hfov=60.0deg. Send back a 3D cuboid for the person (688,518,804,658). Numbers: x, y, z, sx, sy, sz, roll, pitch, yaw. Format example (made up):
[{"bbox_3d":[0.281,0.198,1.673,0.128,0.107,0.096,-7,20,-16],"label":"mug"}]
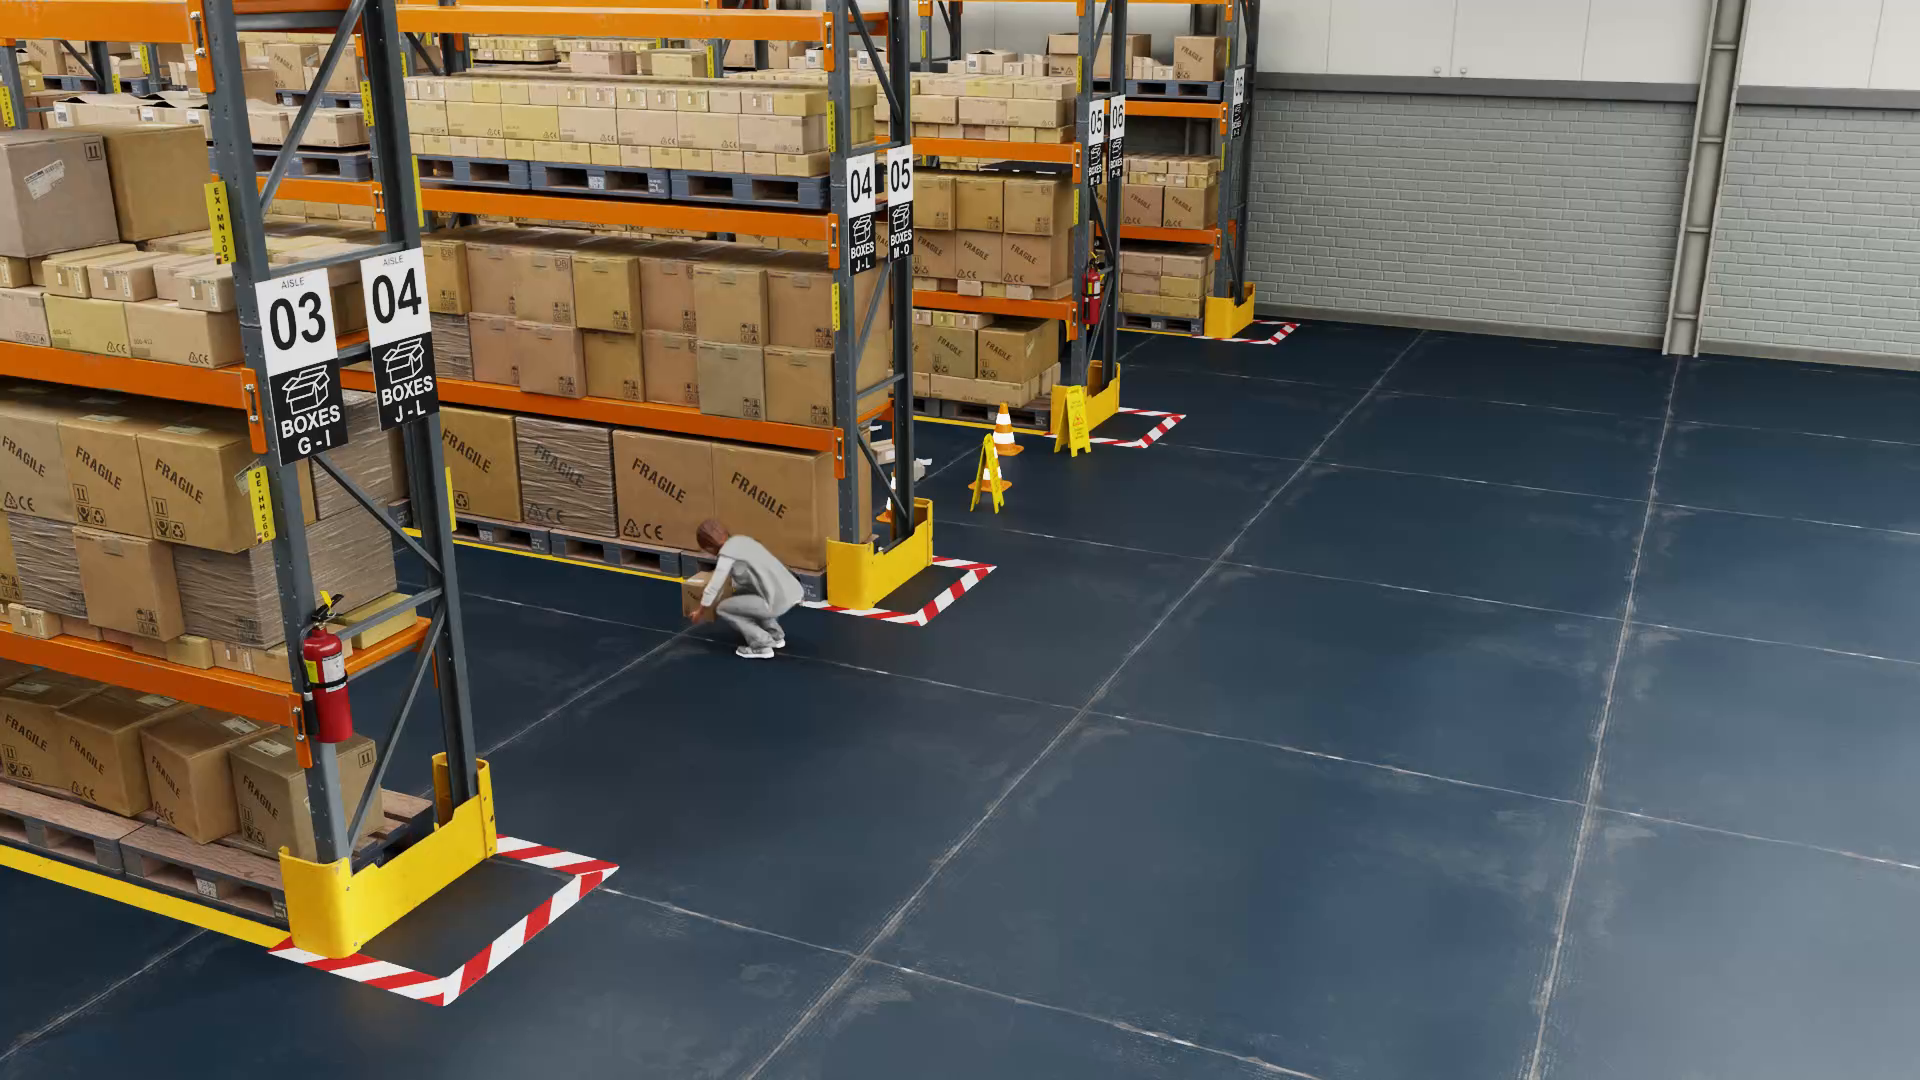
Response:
[{"bbox_3d":[-1.445,0.313,11.227,0.793,0.921,0.424,8,21,22],"label":"person"}]
